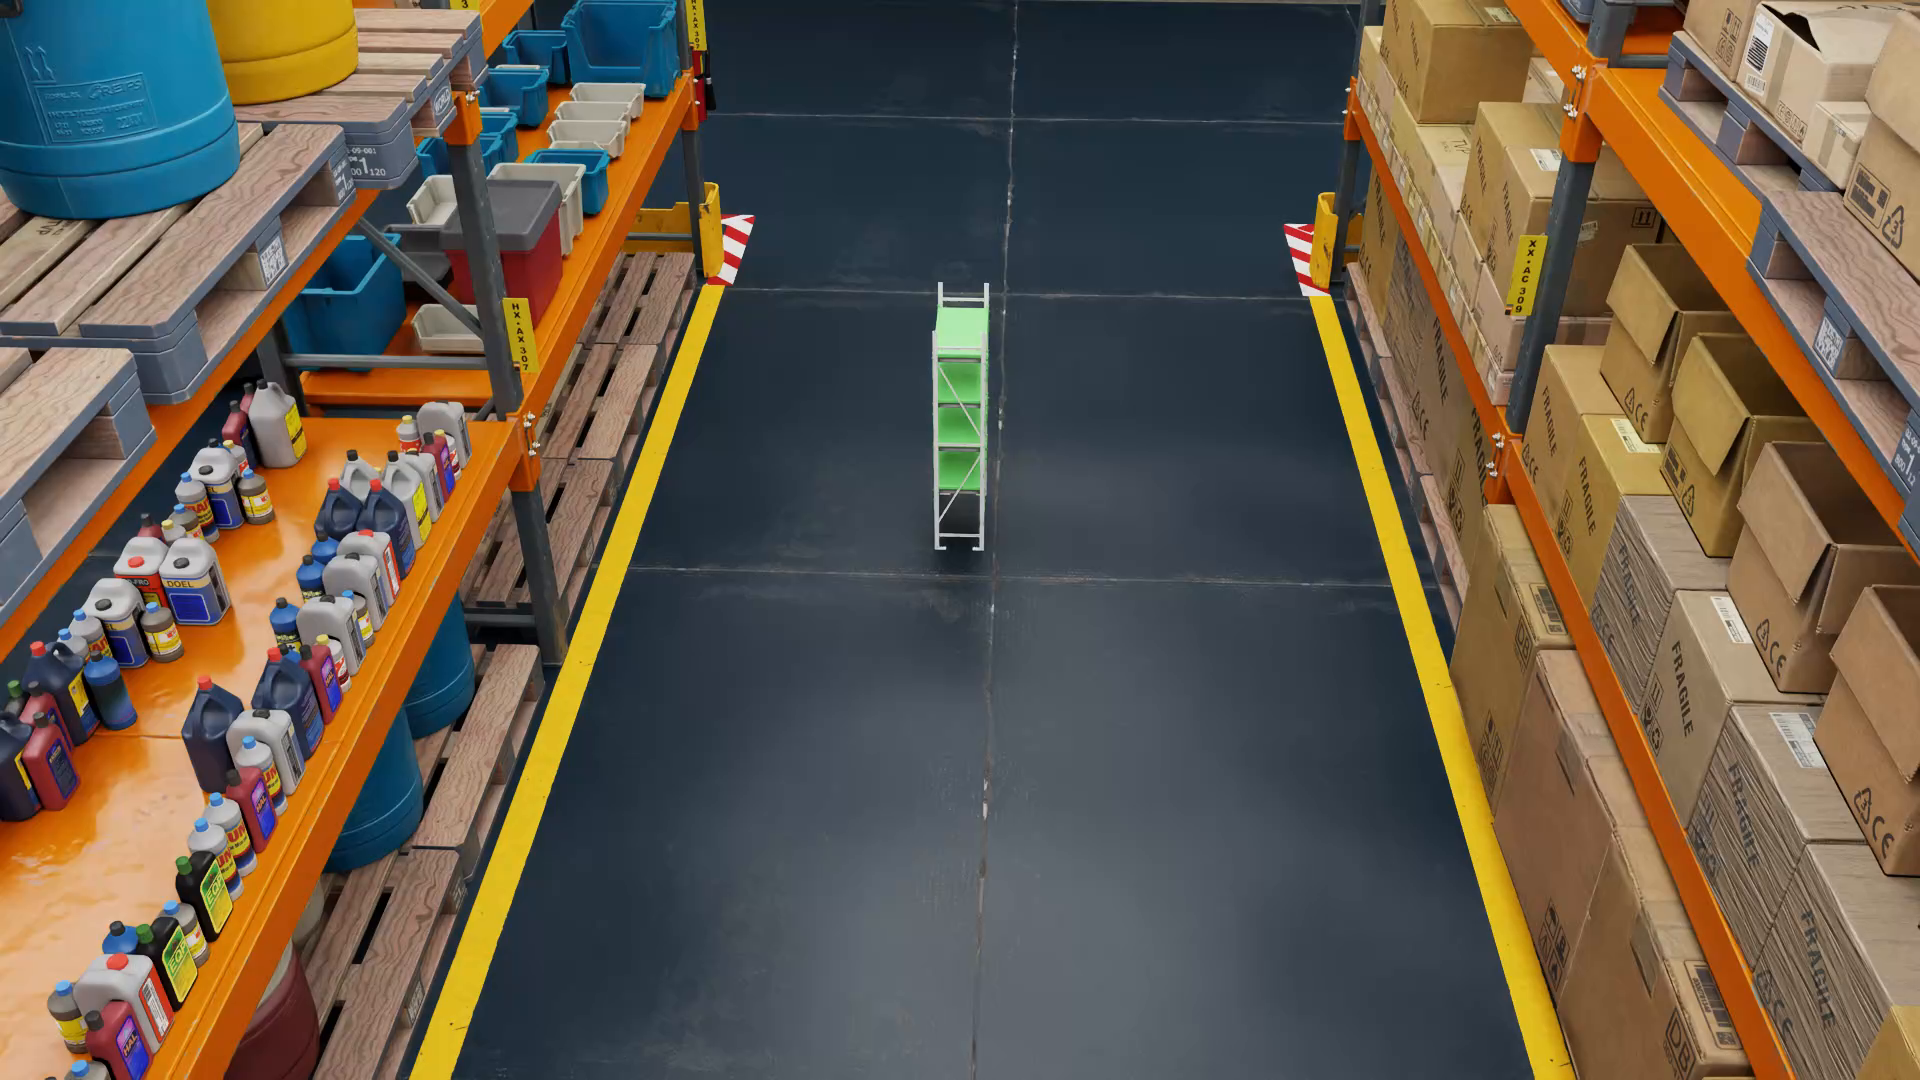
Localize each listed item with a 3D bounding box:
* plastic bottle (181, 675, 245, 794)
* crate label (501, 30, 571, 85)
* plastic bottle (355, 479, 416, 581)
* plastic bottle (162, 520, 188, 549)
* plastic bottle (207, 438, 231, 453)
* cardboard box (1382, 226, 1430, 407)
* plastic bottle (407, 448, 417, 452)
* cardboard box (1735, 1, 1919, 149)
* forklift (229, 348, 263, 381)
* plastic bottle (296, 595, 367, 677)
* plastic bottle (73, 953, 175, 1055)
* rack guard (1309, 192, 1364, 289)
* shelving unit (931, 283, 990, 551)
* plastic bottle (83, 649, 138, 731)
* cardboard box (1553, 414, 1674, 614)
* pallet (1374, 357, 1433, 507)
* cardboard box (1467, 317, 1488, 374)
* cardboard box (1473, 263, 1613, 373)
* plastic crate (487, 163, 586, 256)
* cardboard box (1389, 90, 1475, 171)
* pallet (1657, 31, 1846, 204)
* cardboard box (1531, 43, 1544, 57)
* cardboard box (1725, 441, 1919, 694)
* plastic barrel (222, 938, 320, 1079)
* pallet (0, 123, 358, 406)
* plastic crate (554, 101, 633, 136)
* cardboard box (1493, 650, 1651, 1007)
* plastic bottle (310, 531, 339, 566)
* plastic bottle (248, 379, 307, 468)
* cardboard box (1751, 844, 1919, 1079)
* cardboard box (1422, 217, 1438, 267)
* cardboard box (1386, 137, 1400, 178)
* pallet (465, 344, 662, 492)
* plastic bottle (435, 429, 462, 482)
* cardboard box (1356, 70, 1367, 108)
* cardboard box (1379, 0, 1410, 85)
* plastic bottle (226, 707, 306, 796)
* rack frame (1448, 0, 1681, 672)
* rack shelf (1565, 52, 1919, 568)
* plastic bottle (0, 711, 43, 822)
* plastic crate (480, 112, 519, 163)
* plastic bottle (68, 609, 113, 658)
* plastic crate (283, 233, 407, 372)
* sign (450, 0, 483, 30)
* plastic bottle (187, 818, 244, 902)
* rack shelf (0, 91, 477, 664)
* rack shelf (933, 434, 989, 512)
[{"bbox_3d":[-2.188,0.558,4.890,0.144,0.351,0.185,1,35,2],"label":"plastic bottle"},{"bbox_3d":[-2.454,-2.824,9.753,0.416,0.233,0.303,1,35,2],"label":"crate label"},{"bbox_3d":[-1.994,-0.042,5.744,0.144,0.351,0.185,1,35,2],"label":"plastic bottle"},{"bbox_3d":[-2.730,0.022,5.782,0.097,0.201,0.097,0,35,0],"label":"plastic bottle"},{"bbox_3d":[-2.713,-0.252,6.111,0.097,0.271,0.097,0,35,0],"label":"plastic bottle"},{"bbox_3d":[2.851,-1.298,8.971,0.875,0.875,0.875,1,35,2],"label":"cardboard box"},{"bbox_3d":[-2.012,-0.247,6.165,0.097,0.201,0.097,0,35,0],"label":"plastic bottle"},{"bbox_3d":[2.539,-1.324,4.629,0.500,0.311,0.500,0,35,0],"label":"cardboard box"},{"bbox_3d":[-5.107,-2.167,8.785,3.031,2.935,1.130,-13,37,-17],"label":"forklift"},{"bbox_3d":[-2.019,0.291,5.336,0.152,0.276,0.135,1,35,2],"label":"plastic bottle"},{"bbox_3d":[-2.078,1.138,4.130,0.152,0.276,0.135,1,35,2],"label":"plastic bottle"},{"bbox_3d":[2.834,-1.879,10.489,1.175,0.500,0.348,1,35,2],"label":"rack guard"},{"bbox_3d":[0.007,-0.586,8.040,0.258,1.200,0.503,1,35,2],"label":"shelving unit"},{"bbox_3d":[-2.618,0.452,5.110,0.097,0.271,0.097,0,35,0],"label":"plastic bottle"},{"bbox_3d":[2.385,-0.083,5.673,0.500,0.500,0.500,1,35,2],"label":"cardboard box"},{"bbox_3d":[2.828,-0.587,8.901,1.003,0.211,1.213,1,35,2],"label":"pallet"},{"bbox_3d":[2.368,-0.818,7.024,0.380,0.149,0.250,2,35,3],"label":"cardboard box"},{"bbox_3d":[2.428,-0.910,6.808,0.500,0.250,0.500,1,35,1],"label":"cardboard box"},{"bbox_3d":[-2.031,-1.553,7.902,0.437,0.282,0.530,1,35,2],"label":"plastic crate"},{"bbox_3d":[2.506,-2.091,8.489,0.500,0.250,0.500,0,35,0],"label":"cardboard box"},{"bbox_3d":[2.685,-1.211,4.922,0.805,0.209,1.217,0,35,0],"label":"pallet"},{"bbox_3d":[3.076,-2.969,9.086,0.500,0.500,0.500,2,35,2],"label":"cardboard box"},{"bbox_3d":[2.607,0.077,4.572,0.797,0.503,0.637,2,35,3],"label":"cardboard box"},{"bbox_3d":[-2.389,1.478,5.270,0.600,0.588,0.708,1,35,2],"label":"plastic barrel"},{"bbox_3d":[-2.253,-0.750,4.264,1.003,0.211,1.213,1,35,2],"label":"pallet"},{"bbox_3d":[-1.993,-2.280,9.063,0.396,0.136,0.243,1,35,2],"label":"plastic crate"},{"bbox_3d":[2.632,0.989,5.716,1.225,0.875,0.875,0,35,0],"label":"cardboard box"},{"bbox_3d":[-2.129,0.090,5.626,0.097,0.271,0.097,0,35,0],"label":"plastic bottle"},{"bbox_3d":[-2.616,-0.466,6.347,0.144,0.351,0.185,1,35,2],"label":"plastic bottle"},{"bbox_3d":[2.310,1.092,4.001,0.500,0.500,0.500,1,35,1],"label":"cardboard box"},{"bbox_3d":[2.409,-1.408,7.863,0.380,0.149,0.250,1,35,1],"label":"cardboard box"},{"bbox_3d":[2.450,-1.998,8.703,0.380,0.149,0.250,1,35,1],"label":"cardboard box"},{"bbox_3d":[-2.239,-0.690,9.048,1.003,0.211,1.213,1,35,2],"label":"pallet"},{"bbox_3d":[-1.946,-0.322,6.272,0.097,0.201,0.097,0,35,0],"label":"plastic bottle"},{"bbox_3d":[2.489,-2.589,9.543,0.380,0.149,0.250,2,35,2],"label":"cardboard box"},{"bbox_3d":[2.524,-2.698,8.700,0.500,0.500,0.500,1,35,1],"label":"cardboard box"},{"bbox_3d":[-2.041,0.607,4.886,0.152,0.276,0.135,1,35,2],"label":"plastic bottle"},{"bbox_3d":[2.673,-0.590,6.481,1.000,3.000,0.127,1,35,2],"label":"rack frame"},{"bbox_3d":[2.592,-0.374,4.190,1.077,0.370,4.000,1,35,2],"label":"rack shelf"},{"bbox_3d":[-2.753,0.625,4.795,0.144,0.351,0.185,1,35,2],"label":"plastic bottle"},{"bbox_3d":[-2.507,-2.068,8.677,0.416,0.233,0.300,1,35,2],"label":"plastic crate"},{"bbox_3d":[-2.754,0.337,5.274,0.097,0.271,0.097,0,35,0],"label":"plastic bottle"},{"bbox_3d":[-2.598,-0.998,7.024,0.392,0.384,0.575,1,35,2],"label":"plastic crate"},{"bbox_3d":[-1.727,-1.921,5.759,0.100,0.325,0.005,1,35,2],"label":"sign"},{"bbox_3d":[-2.031,0.864,4.523,0.097,0.271,0.097,0,35,0],"label":"plastic bottle"},{"bbox_3d":[-2.357,-0.488,4.353,1.077,0.370,4.000,1,35,2],"label":"rack shelf"},{"bbox_3d":[0.007,-0.337,8.215,0.258,0.148,0.480,1,35,2],"label":"rack shelf"}]
